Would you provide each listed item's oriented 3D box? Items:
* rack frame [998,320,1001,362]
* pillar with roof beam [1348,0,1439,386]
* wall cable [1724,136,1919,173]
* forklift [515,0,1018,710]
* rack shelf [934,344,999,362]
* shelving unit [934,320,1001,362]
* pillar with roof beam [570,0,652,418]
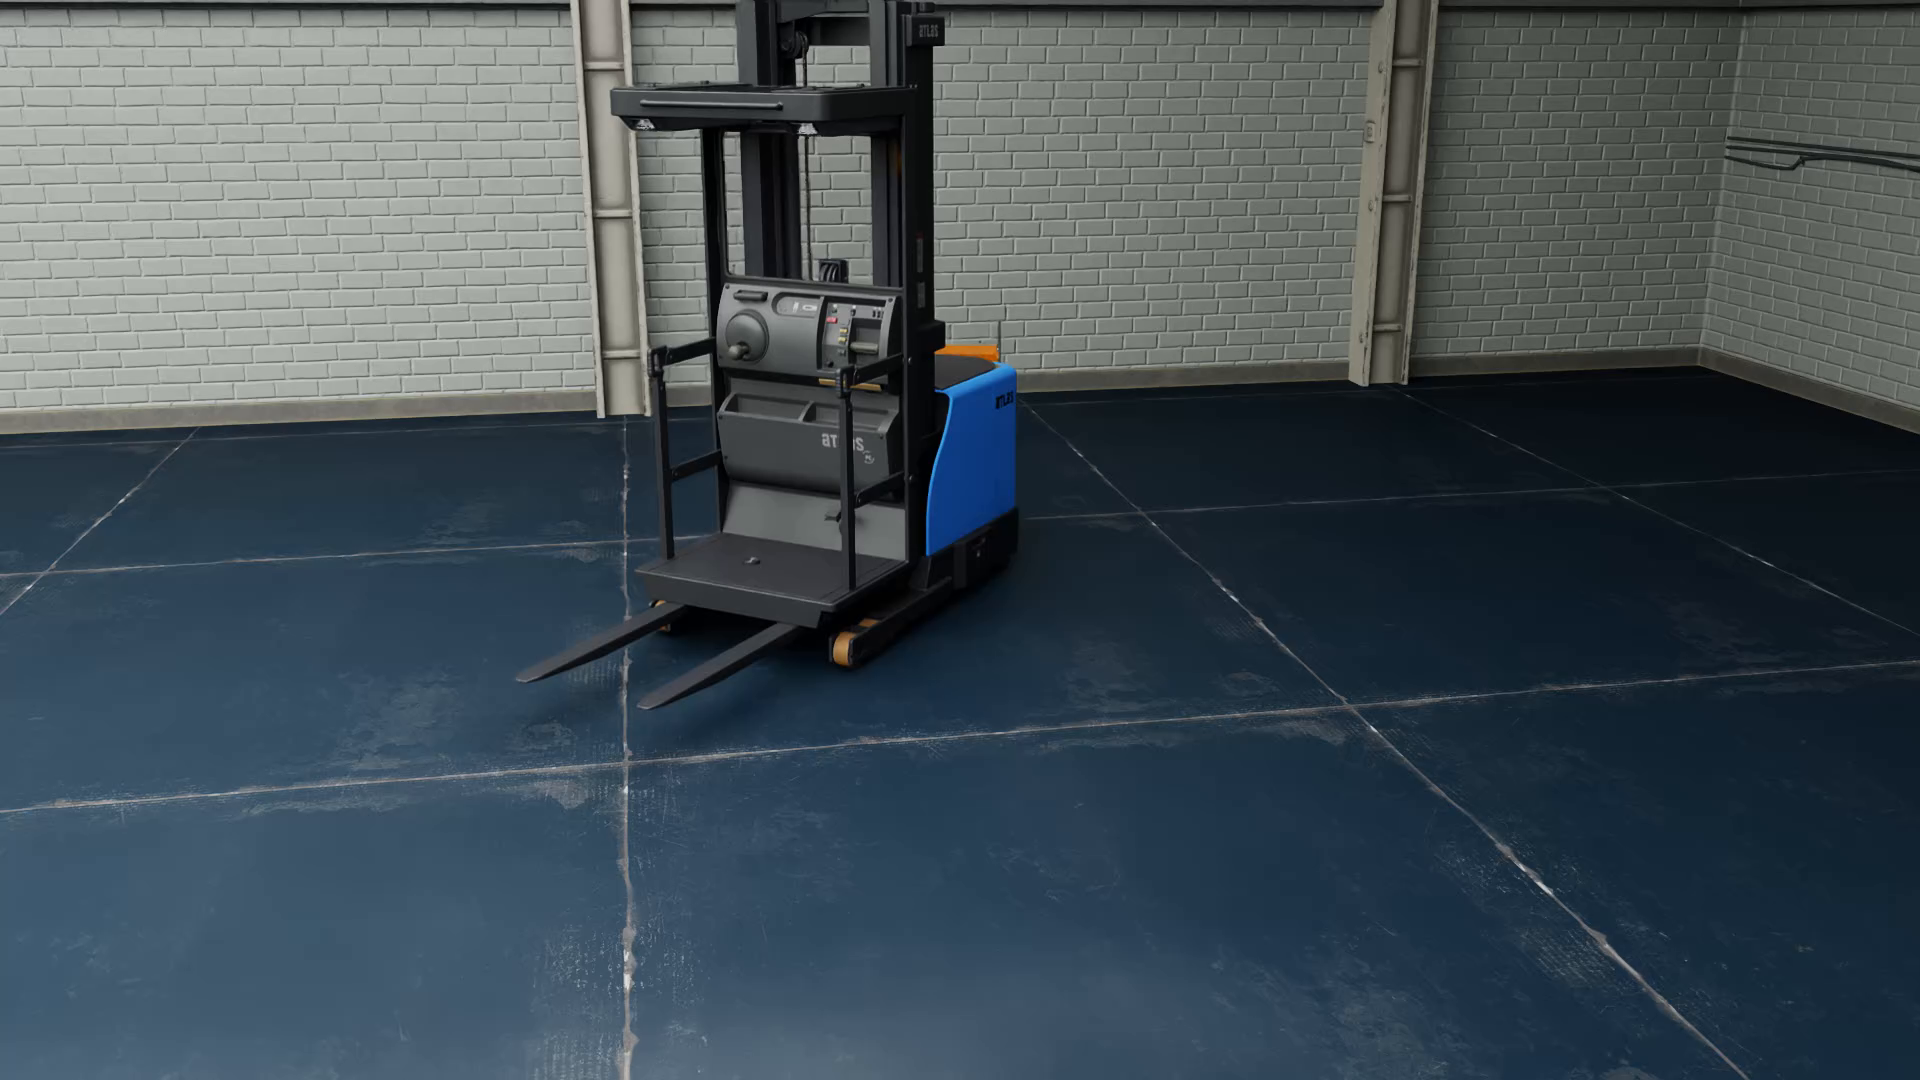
[{"bbox_3d":[0.216,-0.608,9.247,0.015,1.200,0.240,0,17,1],"label":"rack frame"},{"bbox_3d":[4.206,-4.348,8.140,0.400,9.000,9.100,-3,17,-10],"label":"pillar with roof beam"},{"bbox_3d":[6.532,-3.887,11.930,0.112,2.526,3.097,-3,17,-10],"label":"wall cable"},{"bbox_3d":[-0.811,-0.974,7.492,1.130,2.935,3.031,9,19,26],"label":"forklift"},{"bbox_3d":[-0.028,-0.984,9.135,0.480,0.148,0.258,0,17,1],"label":"rack shelf"},{"bbox_3d":[-0.028,-0.609,9.250,0.503,1.200,0.258,0,17,1],"label":"shelving unit"},{"bbox_3d":[-1.685,-4.013,7.052,0.400,9.000,9.100,-3,17,-10],"label":"pillar with roof beam"}]
